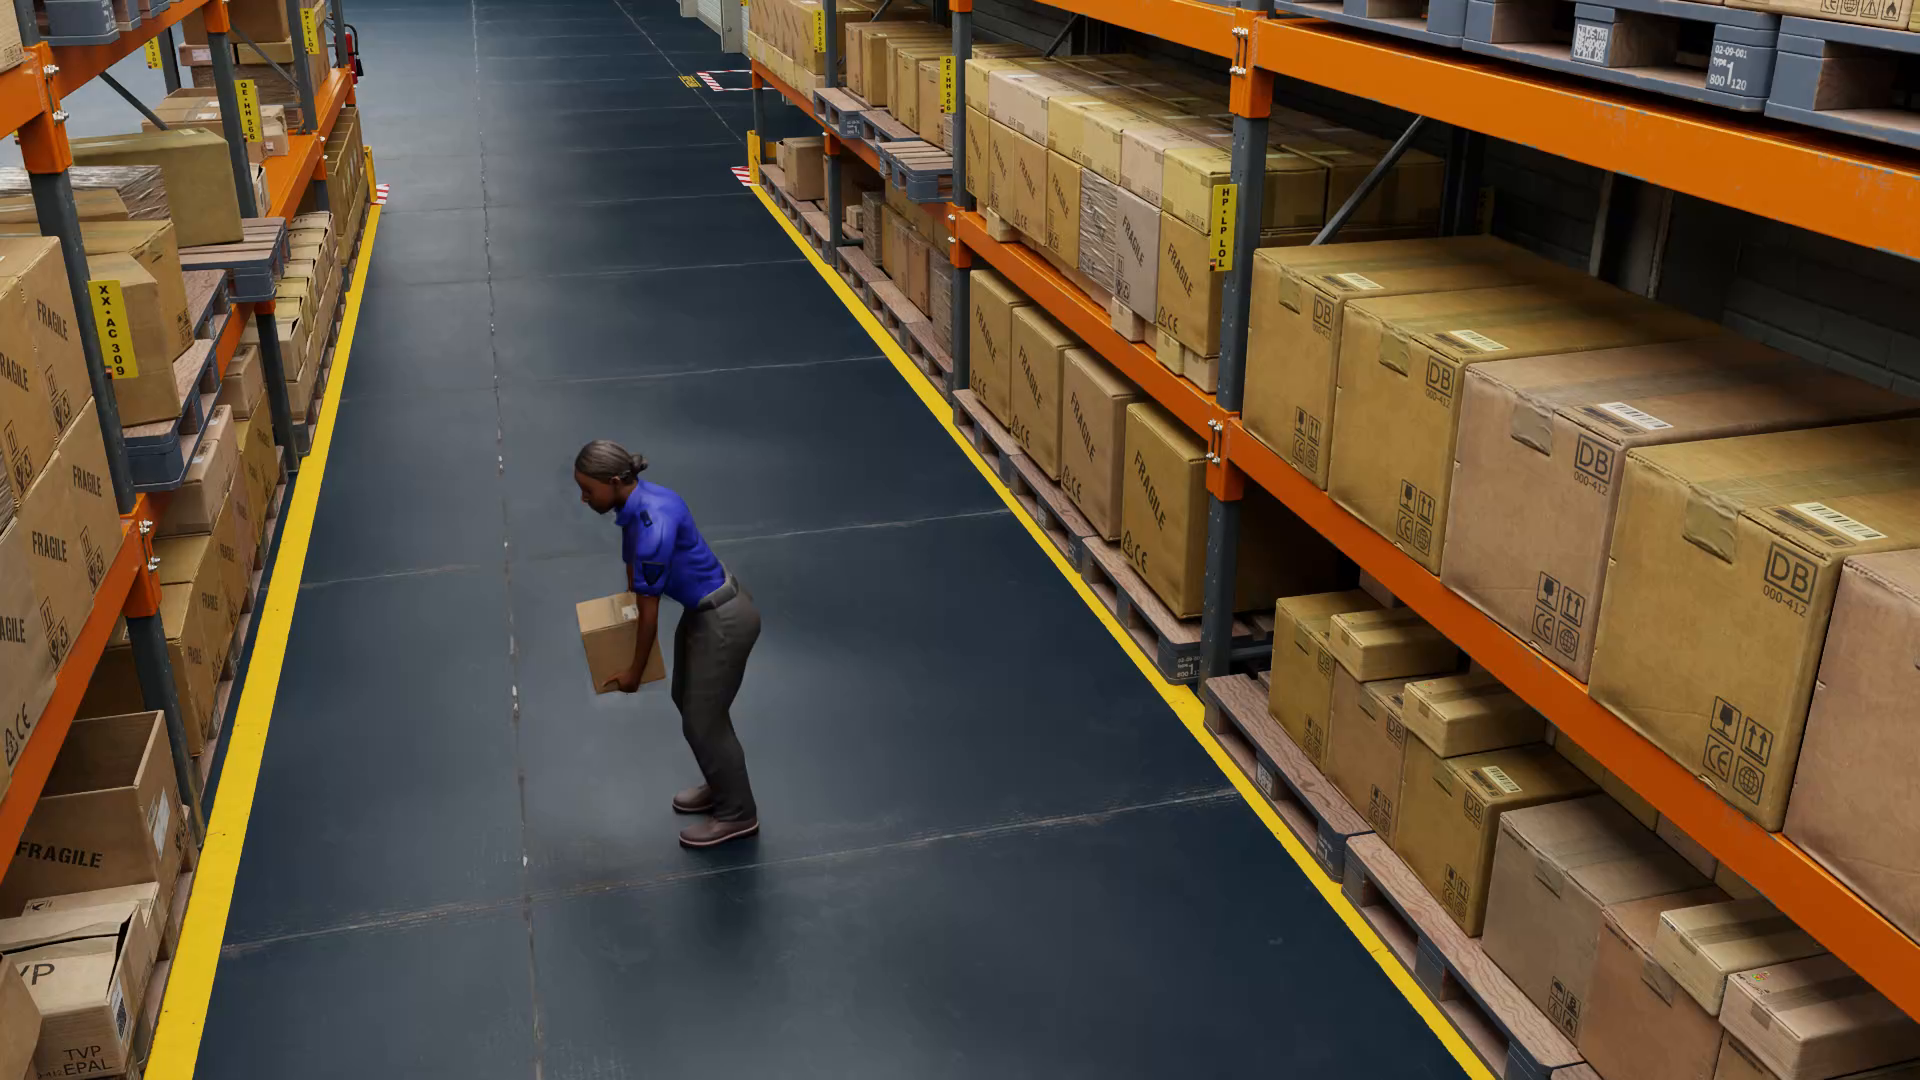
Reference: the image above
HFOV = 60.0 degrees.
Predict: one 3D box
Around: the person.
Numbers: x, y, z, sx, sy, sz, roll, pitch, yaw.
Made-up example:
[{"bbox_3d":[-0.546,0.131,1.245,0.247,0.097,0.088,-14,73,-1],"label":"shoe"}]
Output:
[{"bbox_3d":[-0.898,0.289,5.925,0.349,1.653,0.518,-7,24,-17],"label":"person"}]
